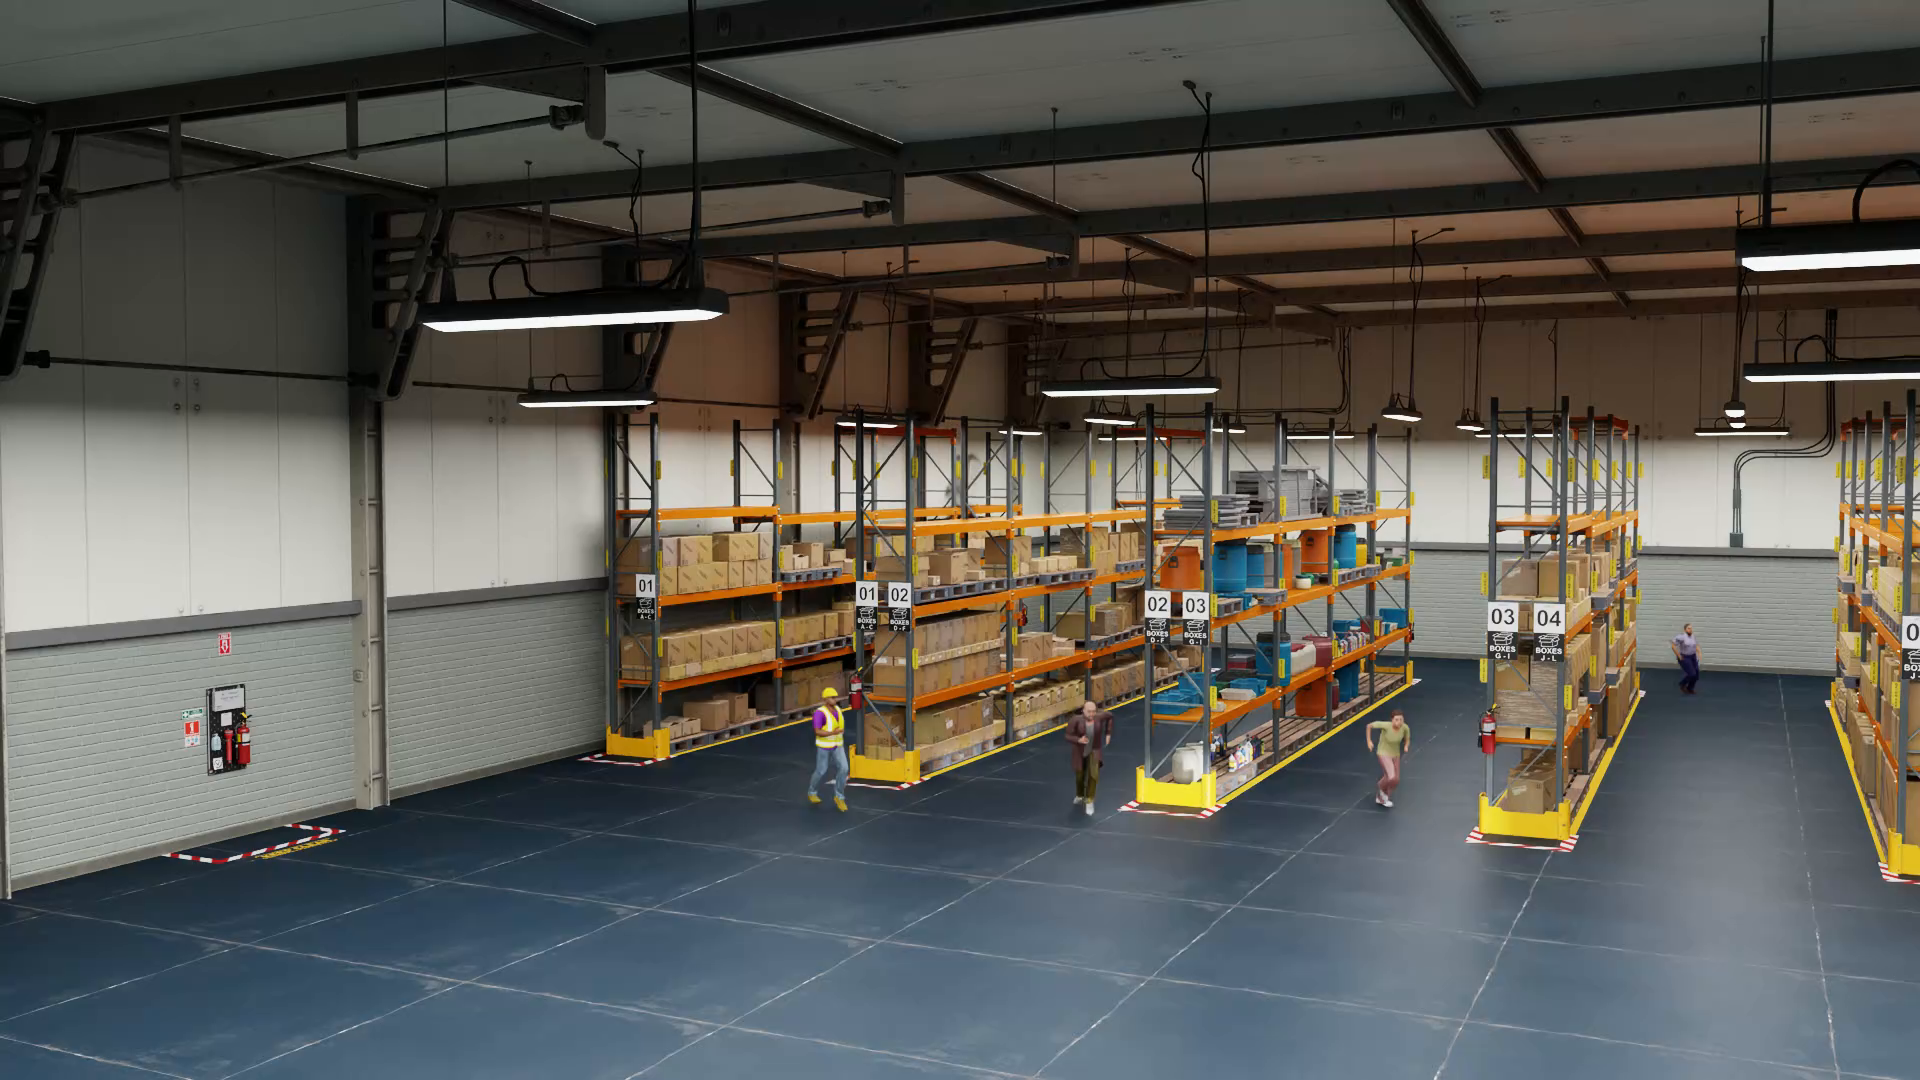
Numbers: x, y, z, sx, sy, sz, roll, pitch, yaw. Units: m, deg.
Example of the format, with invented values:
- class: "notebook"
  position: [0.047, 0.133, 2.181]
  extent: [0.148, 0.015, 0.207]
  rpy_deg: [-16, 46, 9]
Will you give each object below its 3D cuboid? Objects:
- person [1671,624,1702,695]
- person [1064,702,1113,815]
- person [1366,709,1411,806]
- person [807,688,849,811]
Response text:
- class: "person"
  position: [16.212, 2.658, 36.981]
  extent: [0.670, 1.595, 0.495]
  rpy_deg: [-1, 3, -25]
- class: "person"
  position: [1.875, 3.170, 24.353]
  extent: [0.750, 1.705, 1.064]
  rpy_deg: [0, 2, -5]
- class: "person"
  position: [6.323, 3.218, 24.562]
  extent: [0.607, 1.503, 0.808]
  rpy_deg: [0, 2, -8]
- class: "person"
  position: [-1.930, 3.084, 24.548]
  extent: [0.669, 1.824, 0.857]
  rpy_deg: [-2, 3, -44]
